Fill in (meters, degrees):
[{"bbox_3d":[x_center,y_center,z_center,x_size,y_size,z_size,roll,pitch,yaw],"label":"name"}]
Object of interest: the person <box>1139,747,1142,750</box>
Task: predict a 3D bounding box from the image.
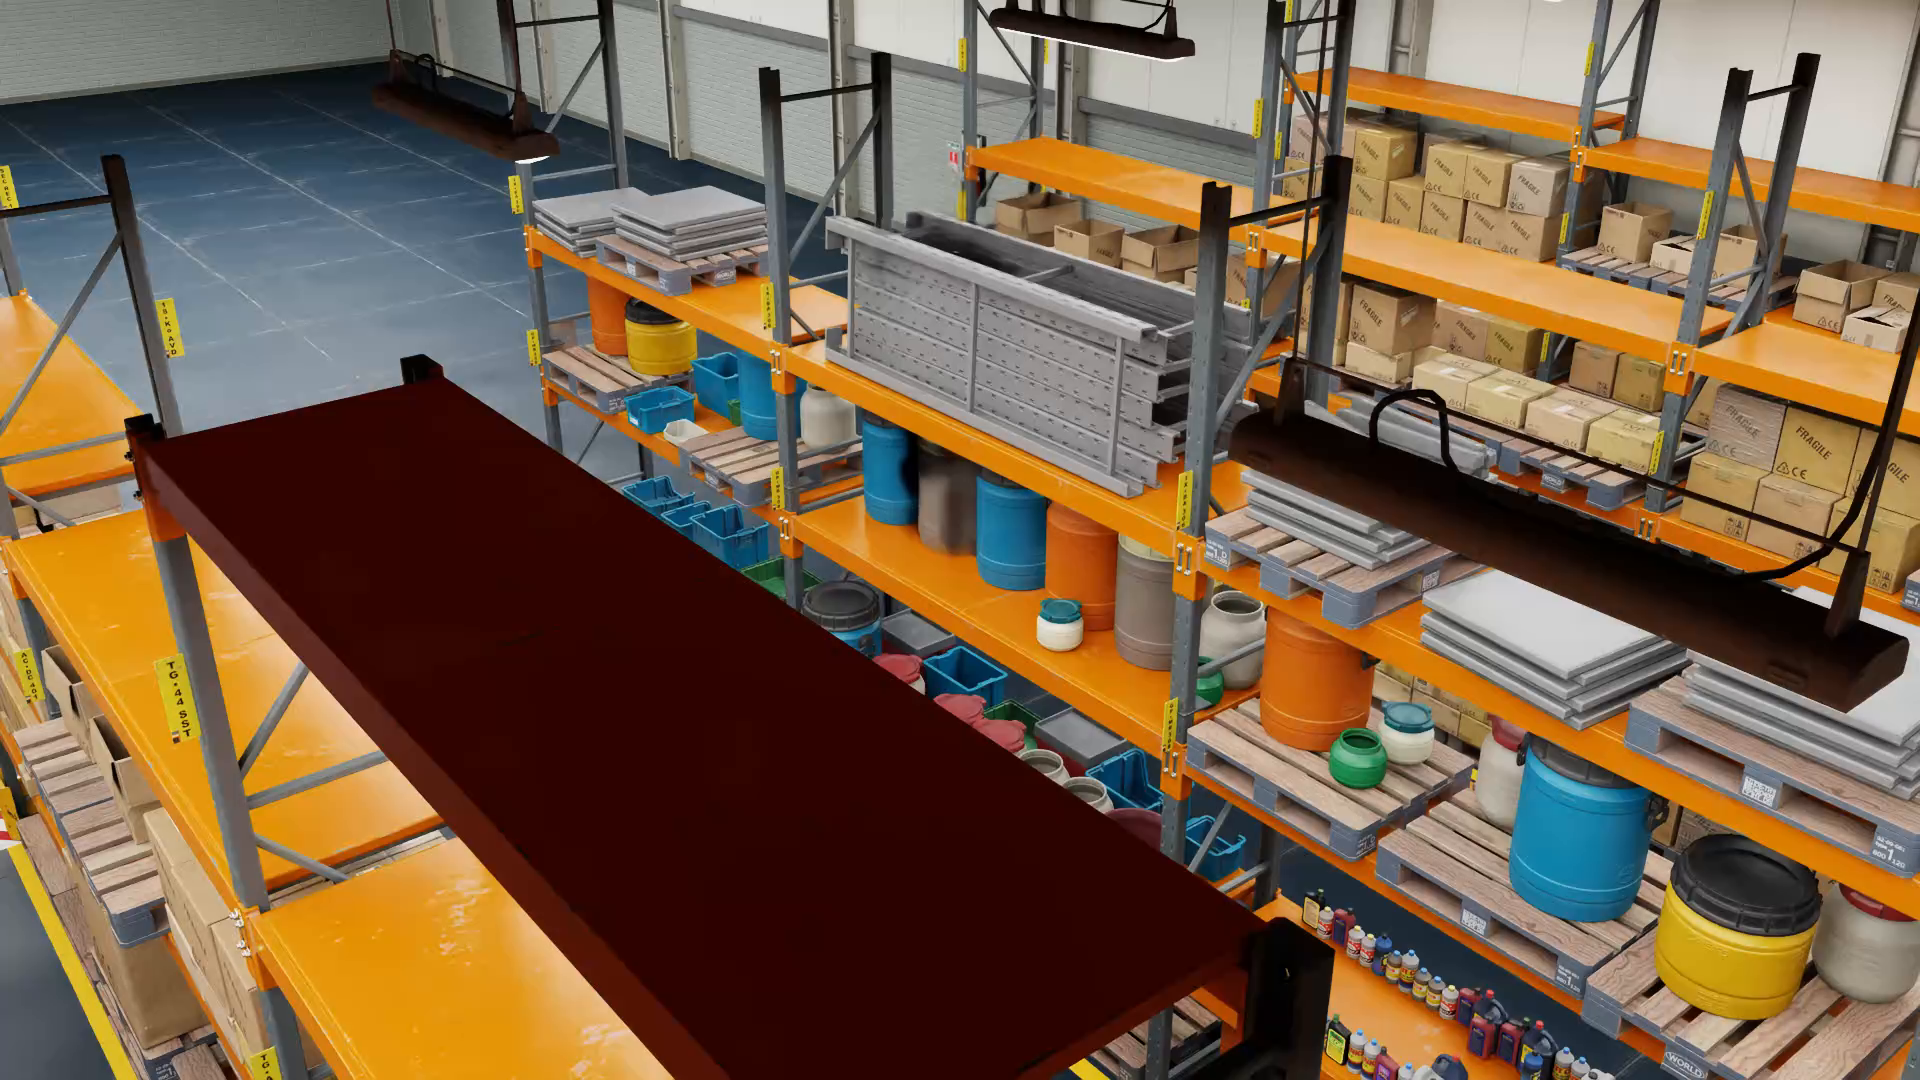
[{"bbox_3d":[1.347,1.002,13.633,0.685,1.695,0.579,17,30,30],"label":"person"}]
